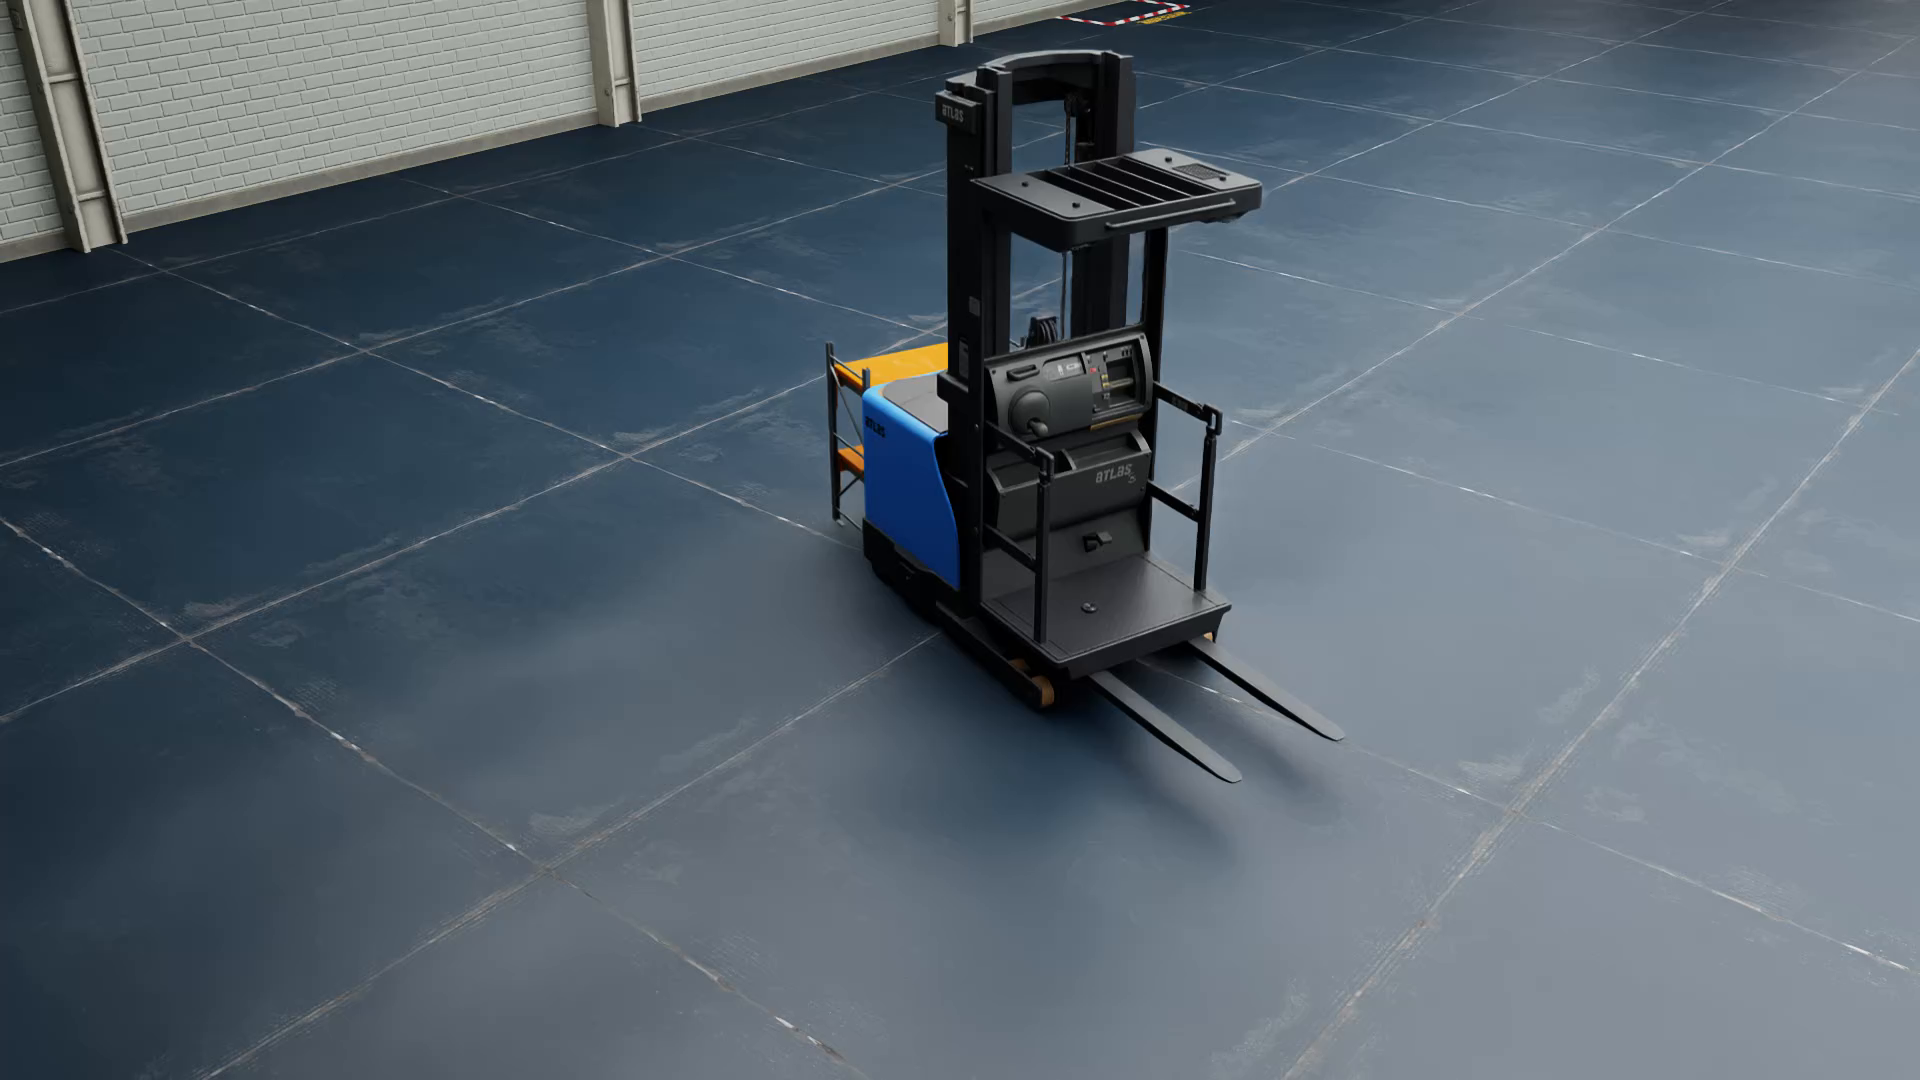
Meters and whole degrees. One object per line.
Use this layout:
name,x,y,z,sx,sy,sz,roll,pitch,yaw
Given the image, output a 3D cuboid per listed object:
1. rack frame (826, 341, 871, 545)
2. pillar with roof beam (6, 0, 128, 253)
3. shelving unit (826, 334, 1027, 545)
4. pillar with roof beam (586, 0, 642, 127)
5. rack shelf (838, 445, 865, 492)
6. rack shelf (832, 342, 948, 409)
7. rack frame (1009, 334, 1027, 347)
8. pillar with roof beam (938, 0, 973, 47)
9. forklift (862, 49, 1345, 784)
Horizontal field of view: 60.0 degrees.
rack frame,-0.629,-0.532,9.555,0.032,1.125,0.500,-15,31,-26
pillar with roof beam,-4.373,-5.379,10.354,9.100,9.000,0.400,21,34,34
shelving unit,-0.189,-0.649,9.781,1.048,1.125,0.538,-15,31,-26
pillar with roof beam,-0.557,-7.506,14.466,9.100,9.000,0.400,21,34,34
rack shelf,-0.188,-0.432,9.893,1.000,0.278,0.538,-15,31,-26
rack shelf,-0.189,-0.909,9.647,1.000,0.278,0.538,-15,31,-26
rack frame,0.252,-0.766,10.007,0.032,1.125,0.500,-15,31,-26
pillar with roof beam,3.260,-9.634,18.578,9.100,9.000,0.400,21,34,34
forklift,0.662,-0.718,7.948,1.130,2.935,3.031,-16,31,-28
